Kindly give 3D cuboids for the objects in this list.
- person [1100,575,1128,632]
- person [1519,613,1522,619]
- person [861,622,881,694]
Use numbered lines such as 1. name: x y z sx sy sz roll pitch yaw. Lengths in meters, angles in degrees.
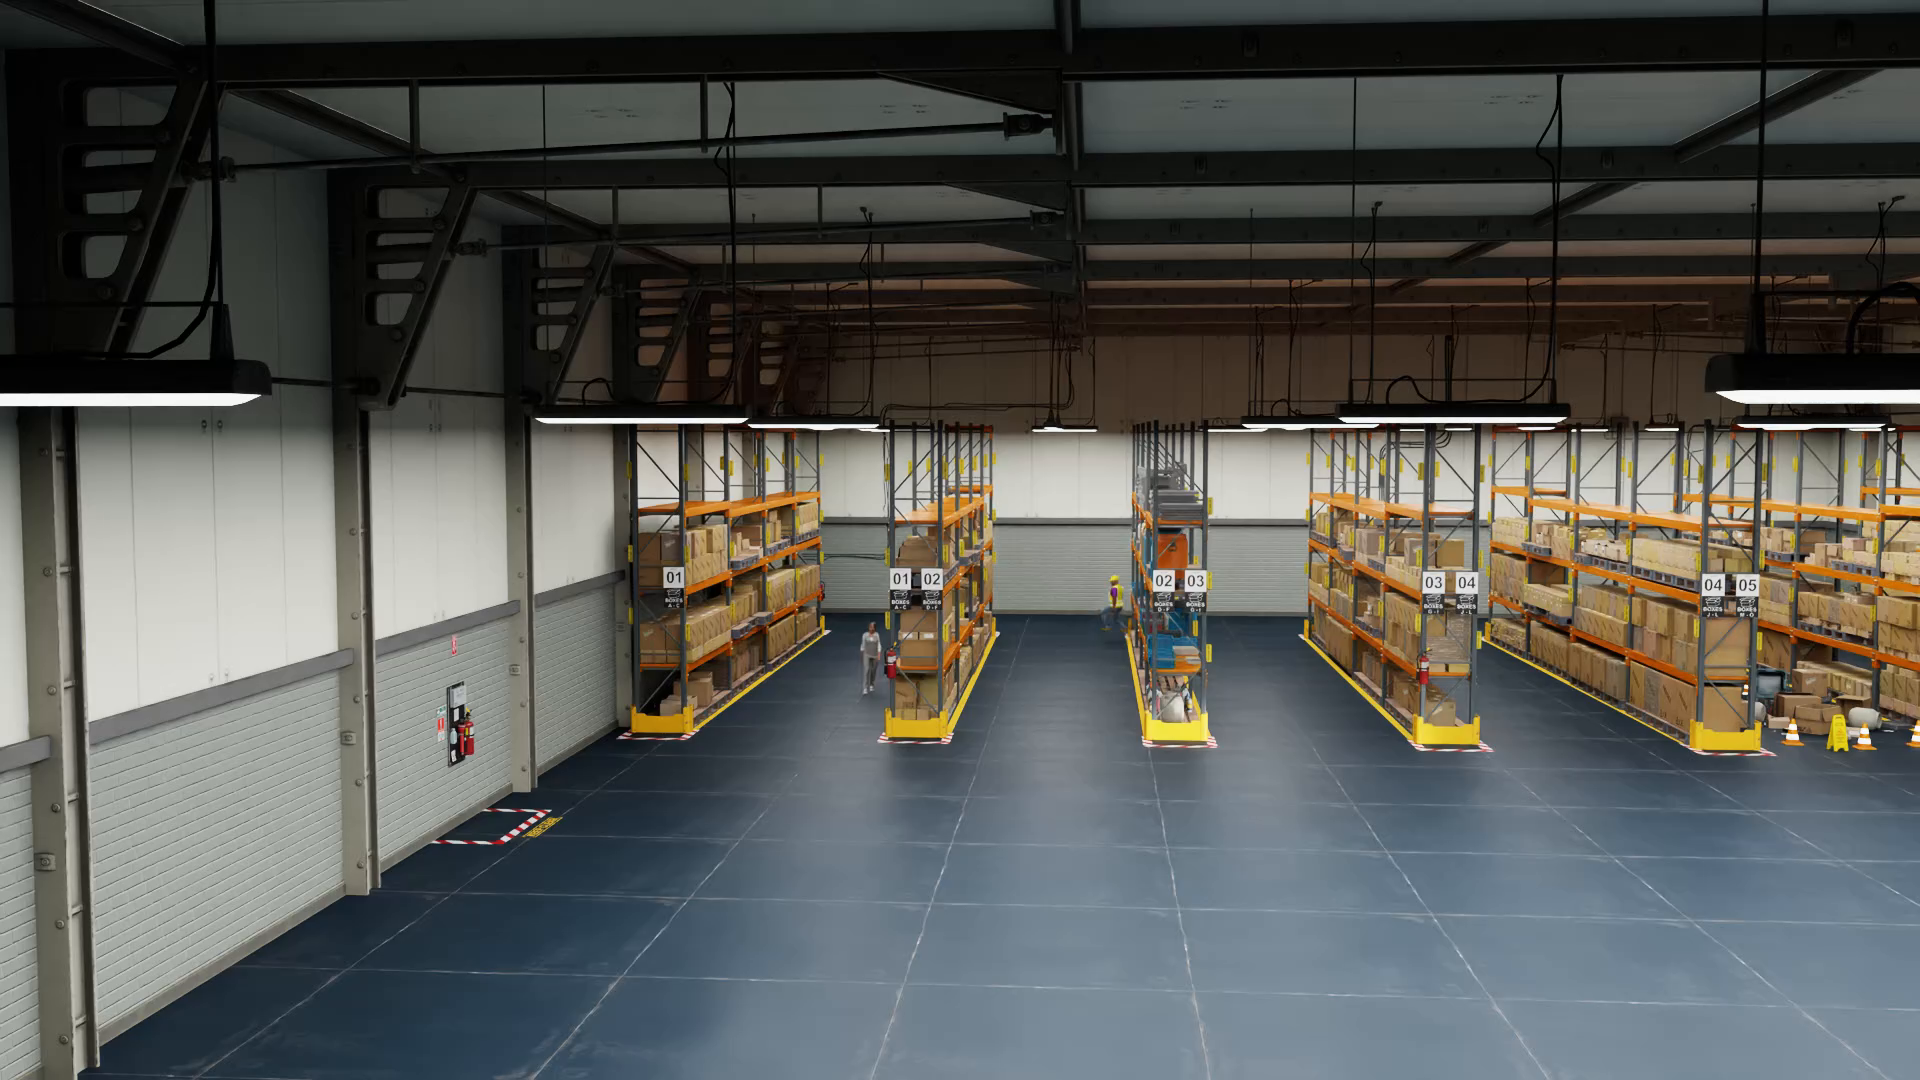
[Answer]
1. person: 4.298 1.752 46.076 0.839 1.554 0.603 3 5 40
2. person: 16.704 1.701 49.531 0.603 1.752 0.996 3 5 43
3. person: -1.979 2.600 36.807 0.445 1.567 0.805 -1 4 -12
